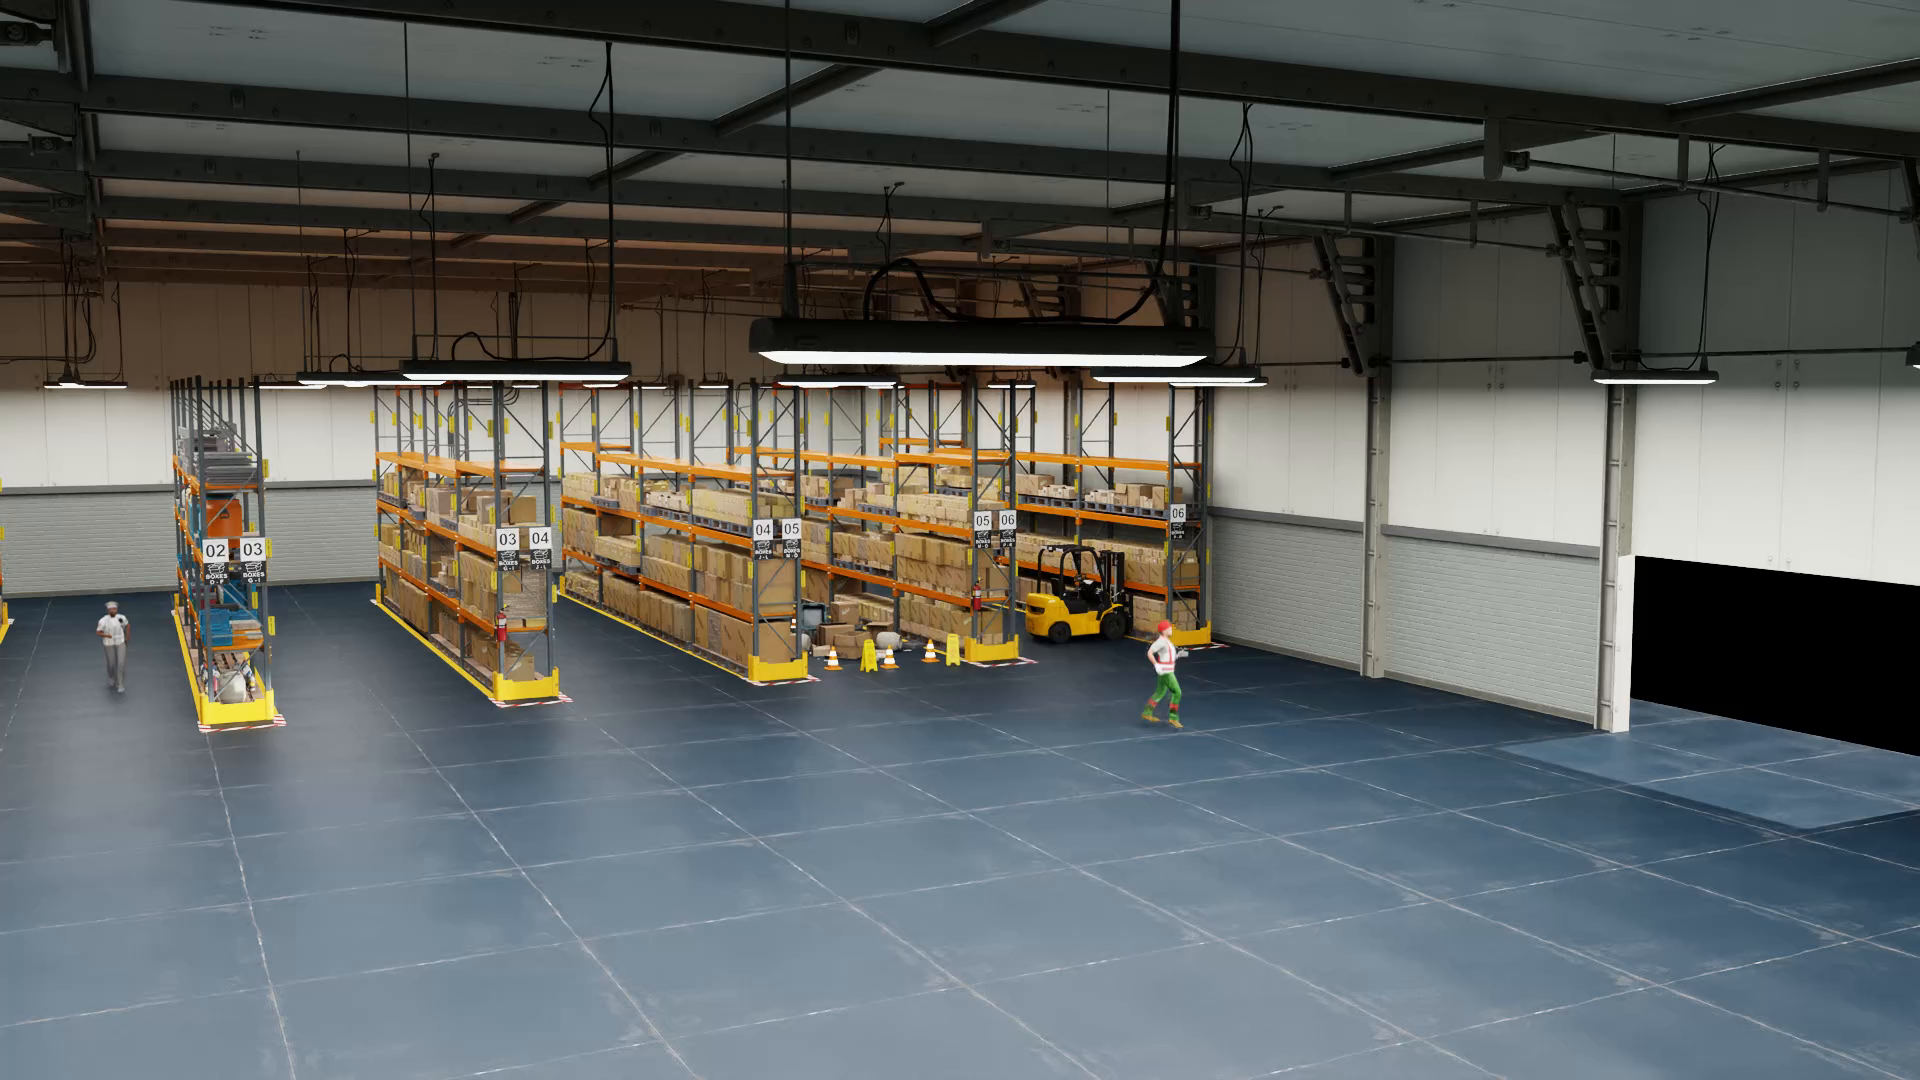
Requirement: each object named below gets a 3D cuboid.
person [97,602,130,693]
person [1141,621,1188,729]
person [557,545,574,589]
[{"bbox_3d":[-16.272,2.036,31.992,0.587,1.729,0.895,-3,6,-30],"label":"person"},{"bbox_3d":[3.498,2.302,28.403,0.796,1.848,0.648,1,5,10],"label":"person"},{"bbox_3d":[-11.376,0.538,48.313,0.854,1.763,0.688,-5,7,-42],"label":"person"}]
